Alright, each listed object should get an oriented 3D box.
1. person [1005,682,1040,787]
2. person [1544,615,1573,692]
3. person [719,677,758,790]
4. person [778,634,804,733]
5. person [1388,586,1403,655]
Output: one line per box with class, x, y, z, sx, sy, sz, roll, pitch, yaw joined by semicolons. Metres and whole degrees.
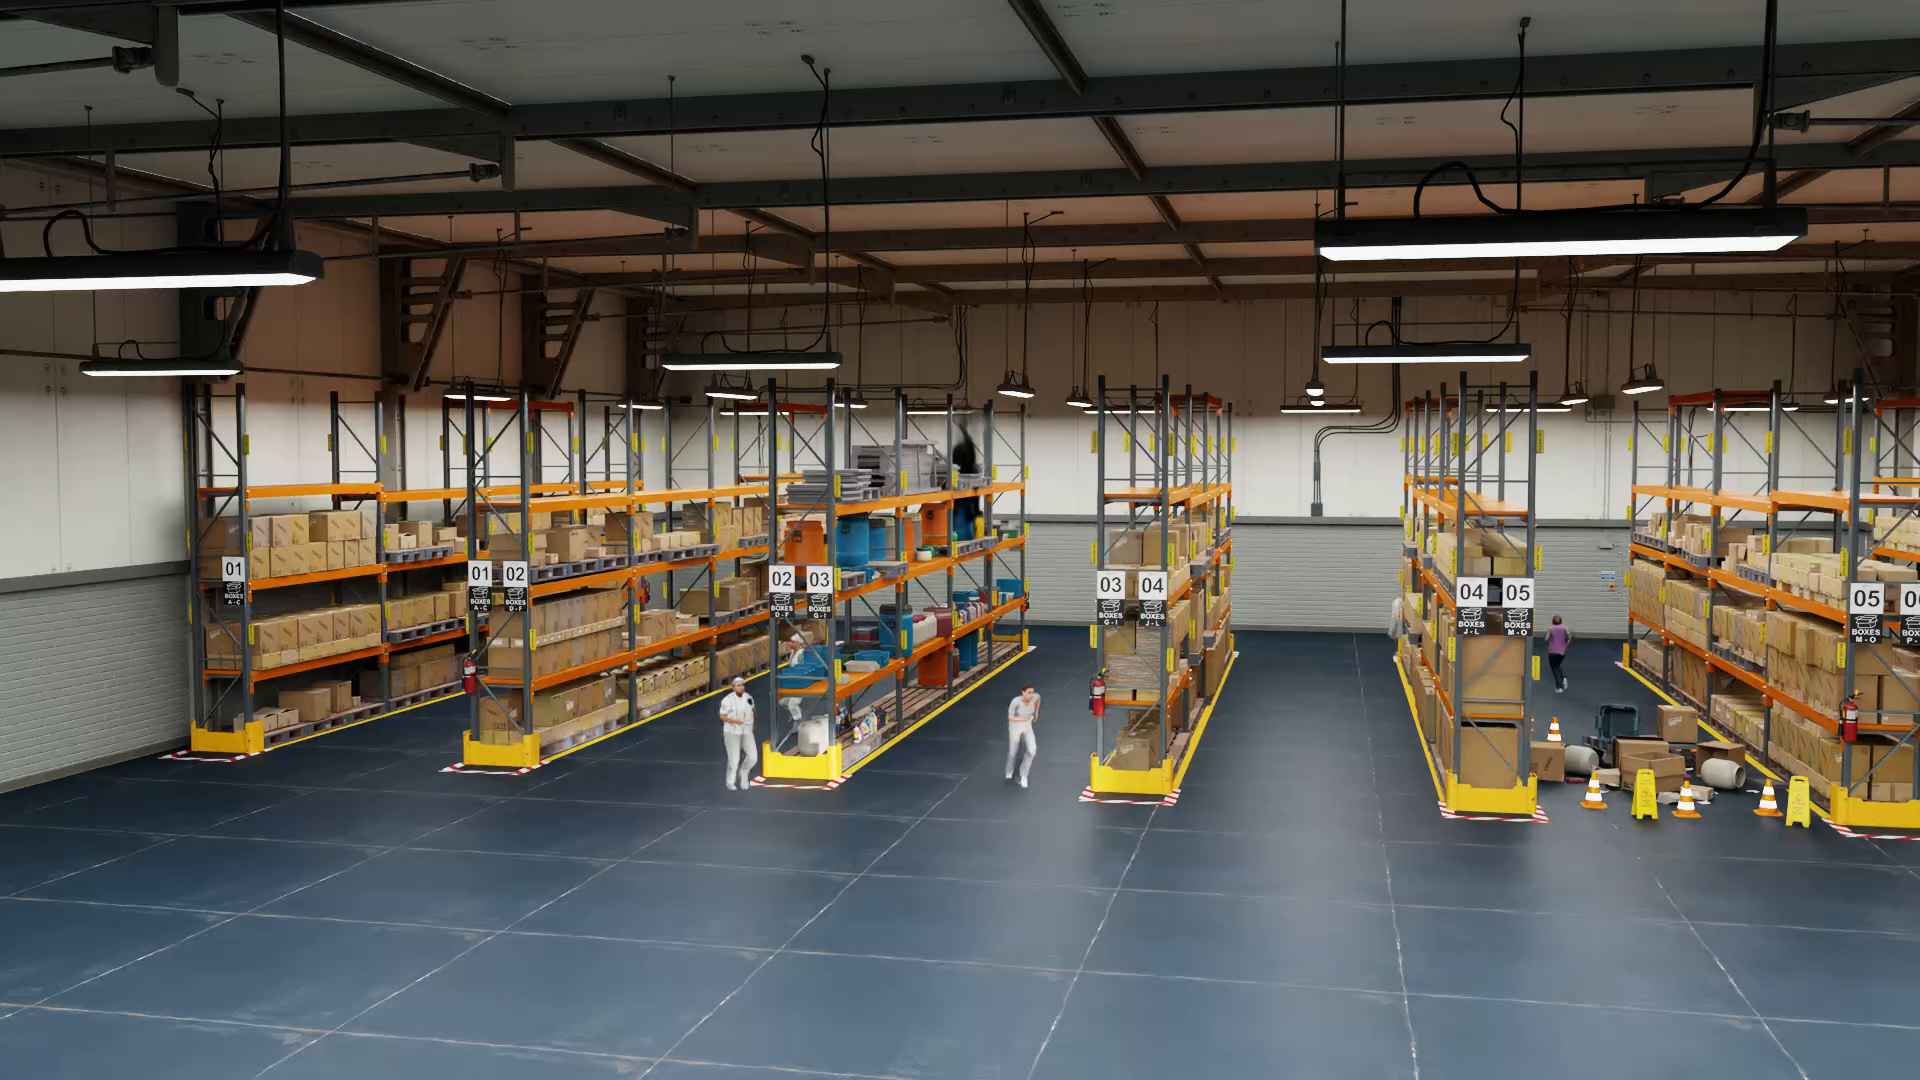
person;0.912;2.844;24.455;0.594;1.564;0.945;-1;4;-22
person;12.093;2.292;33.734;0.521;1.567;0.540;0;3;0
person;-3.162;2.807;24.024;0.607;1.658;0.565;-2;4;-31
person;-2.863;2.497;28.937;0.527;1.737;0.795;-3;4;-43
person;10.459;1.913;39.604;0.545;1.651;0.609;-2;4;-27
